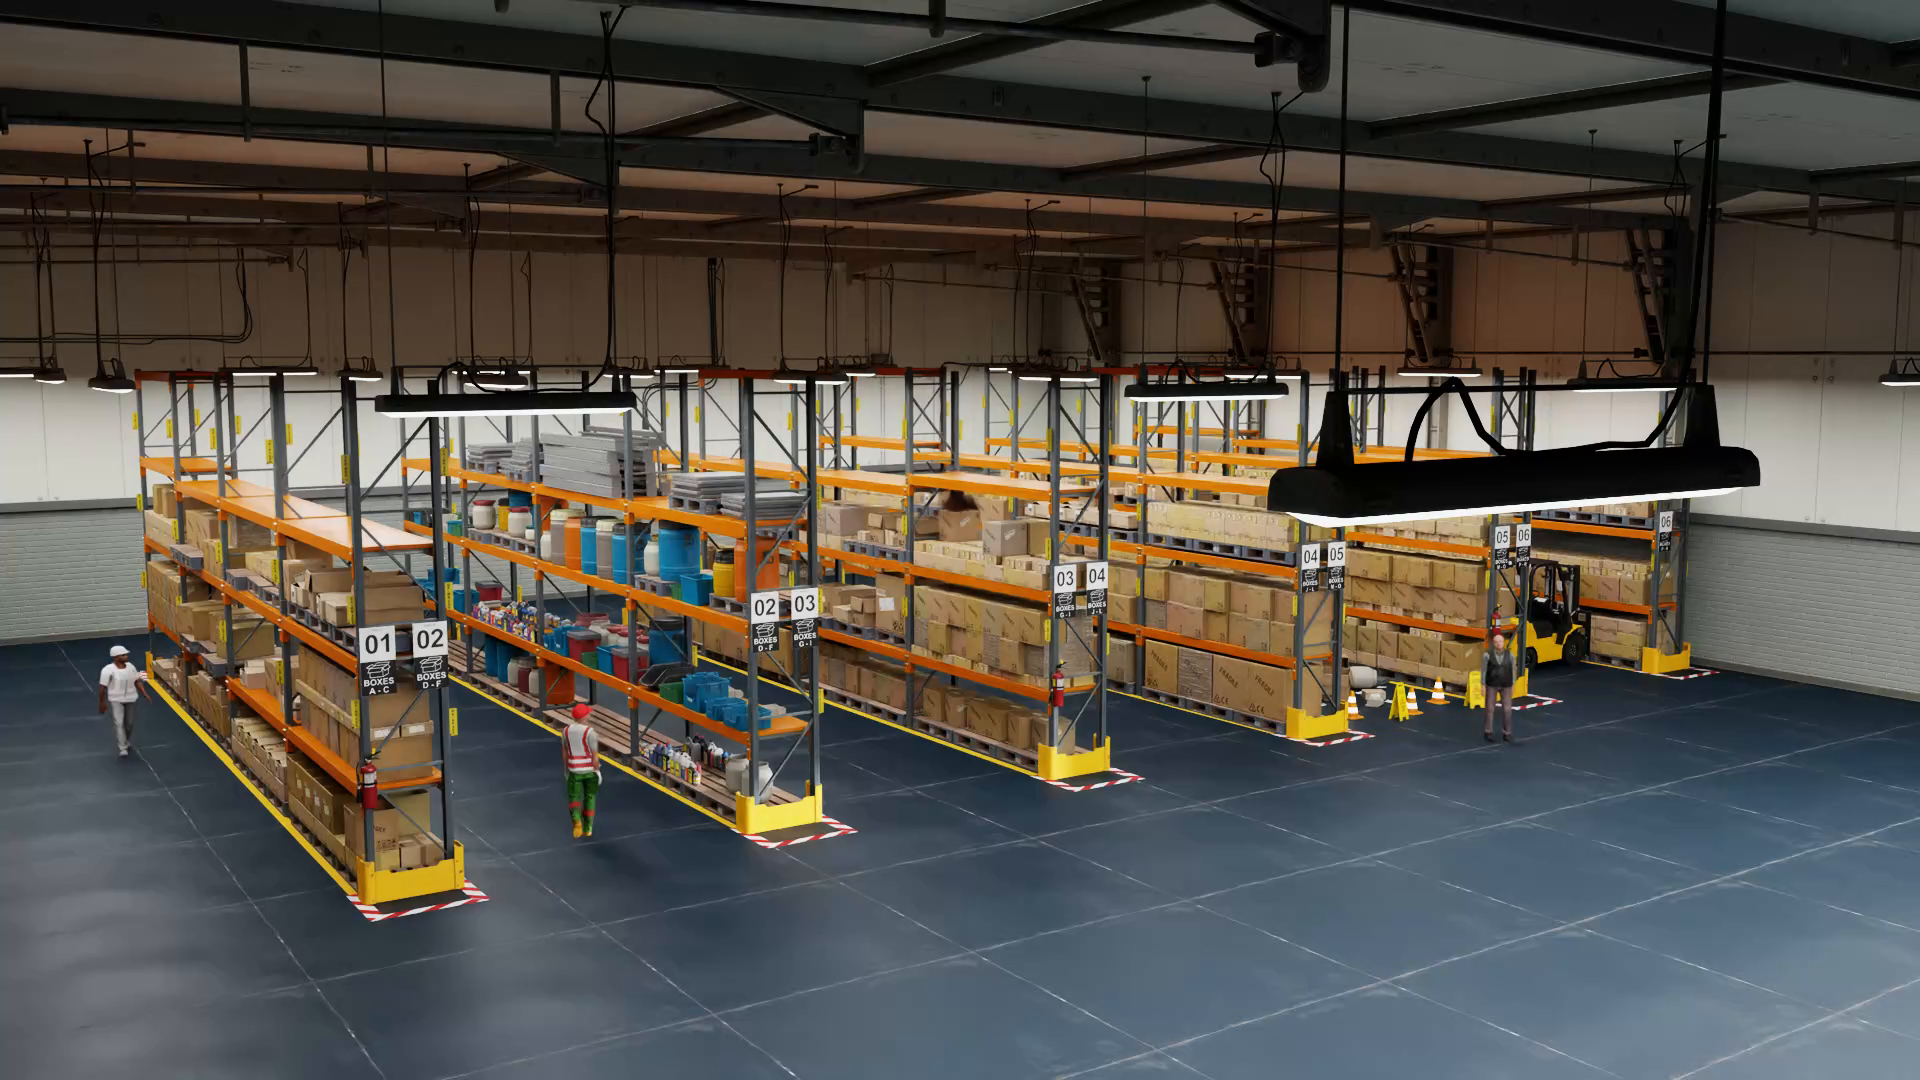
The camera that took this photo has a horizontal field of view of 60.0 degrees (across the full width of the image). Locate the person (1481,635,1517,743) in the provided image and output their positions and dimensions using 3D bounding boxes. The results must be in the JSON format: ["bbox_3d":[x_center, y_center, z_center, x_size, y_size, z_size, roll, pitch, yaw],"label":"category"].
[{"bbox_3d":[8.784,2.423,27.131,0.562,1.733,0.405,2,7,14],"label":"person"}]

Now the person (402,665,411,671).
[{"bbox_3d":[-9.748,2.149,29.283,0.563,1.762,0.596,-3,7,-24],"label":"person"}]

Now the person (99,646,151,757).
[{"bbox_3d":[-13.154,2.516,26.192,0.730,1.718,1.052,-5,8,-36],"label":"person"}]

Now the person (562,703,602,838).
[{"bbox_3d":[-4.913,3.006,21.598,0.514,1.778,0.727,-1,7,-9],"label":"person"}]
